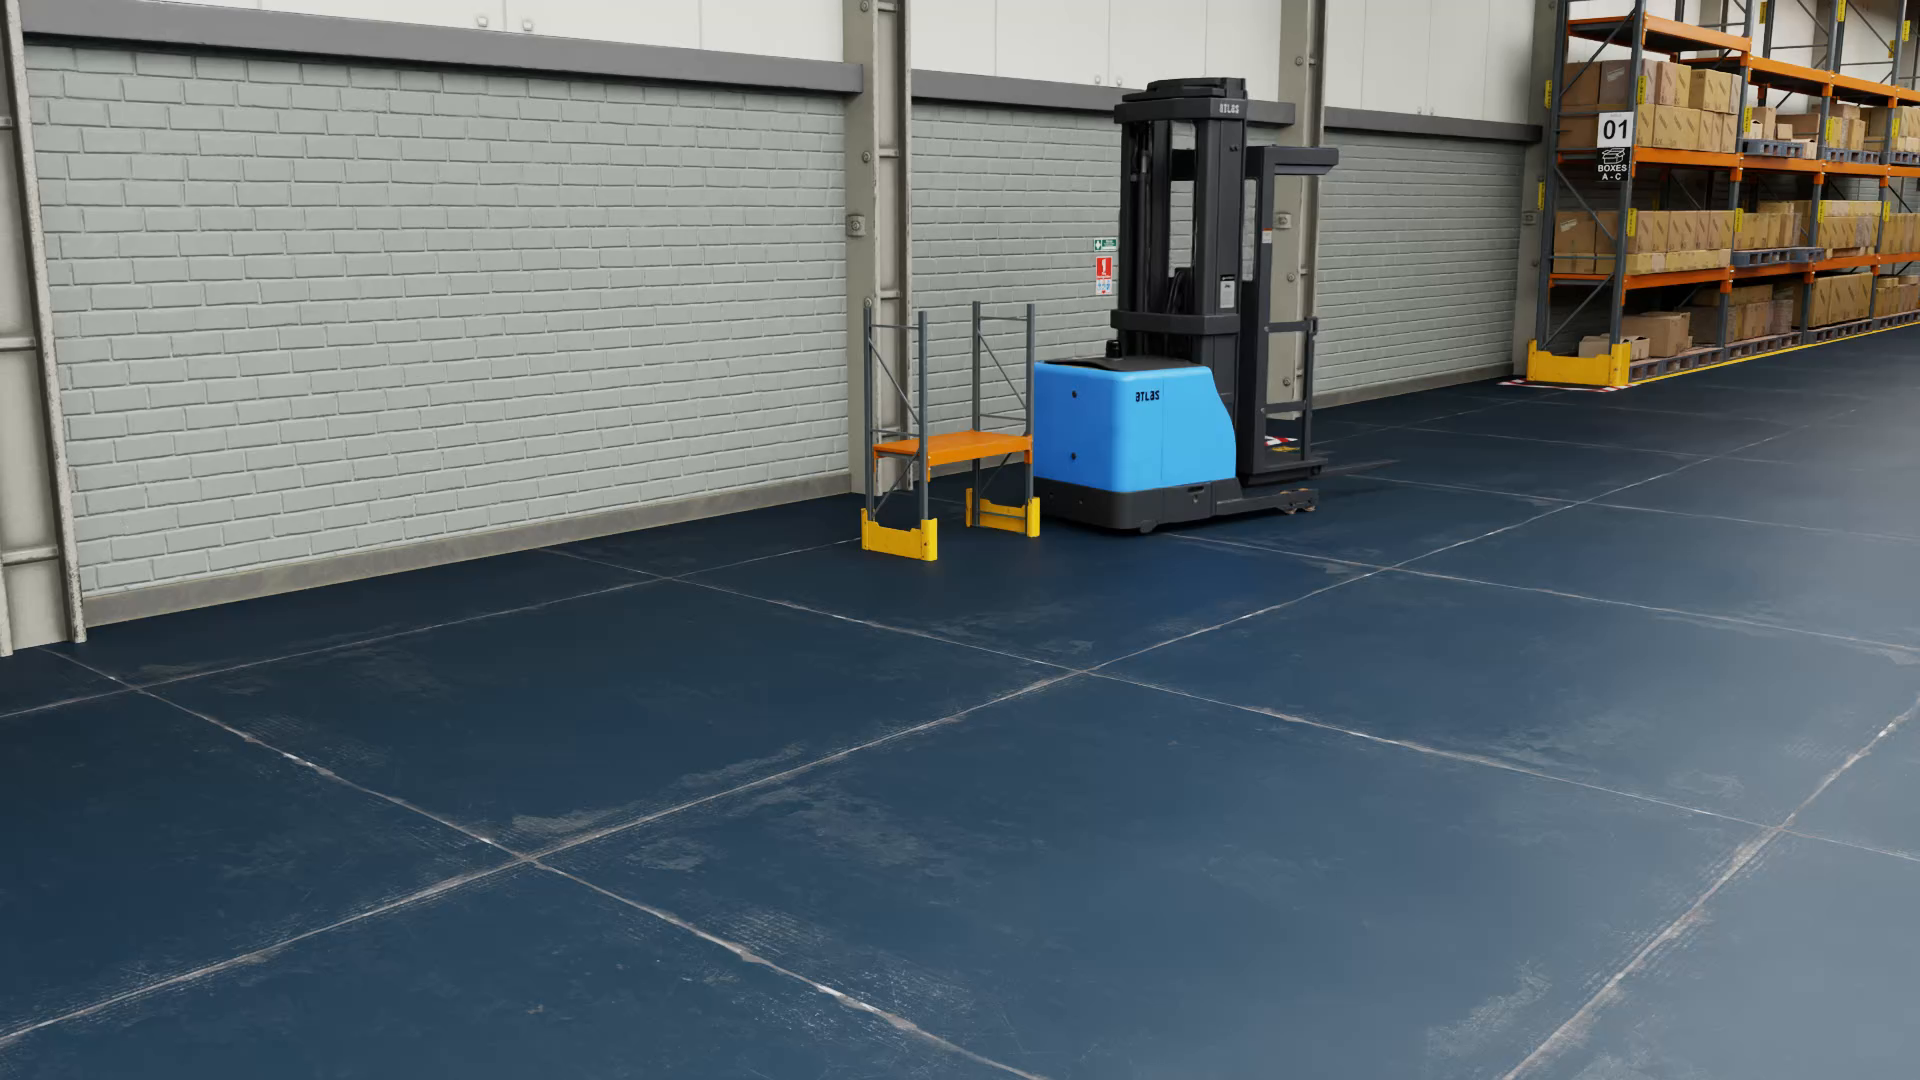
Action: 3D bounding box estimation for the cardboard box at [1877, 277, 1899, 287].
[{"bbox_3d":[16.712,-4.661,30.041,0.380,0.149,0.250,9,15,39],"label":"cardboard box"}]

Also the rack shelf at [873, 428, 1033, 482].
[{"bbox_3d":[-0.056,-0.547,10.537,0.538,0.185,1.000,10,15,40],"label":"rack shelf"}]

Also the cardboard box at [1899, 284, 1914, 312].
[{"bbox_3d":[17.357,-4.541,31.099,0.700,0.500,0.500,10,15,40],"label":"cardboard box"}]

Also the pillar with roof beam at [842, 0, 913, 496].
[{"bbox_3d":[2.637,-4.231,8.920,9.100,9.000,0.400,10,15,40],"label":"pillar with roof beam"}]

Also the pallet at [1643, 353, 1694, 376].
[{"bbox_3d":[8.931,-2.334,21.857,1.003,0.211,1.213,10,15,40],"label":"pallet"}]

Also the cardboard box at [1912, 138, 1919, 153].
[{"bbox_3d":[16.768,-7.032,29.655,0.500,0.250,0.500,9,15,39],"label":"cardboard box"}]

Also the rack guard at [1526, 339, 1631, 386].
[{"bbox_3d":[7.563,-2.182,20.359,1.175,0.500,0.348,10,15,40],"label":"rack guard"}]

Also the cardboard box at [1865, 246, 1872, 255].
[{"bbox_3d":[15.275,-4.922,28.287,0.380,0.149,0.250,10,15,41],"label":"cardboard box"}]

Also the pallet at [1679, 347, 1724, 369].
[{"bbox_3d":[9.736,-2.514,22.760,1.003,0.211,1.213,10,15,40],"label":"pallet"}]

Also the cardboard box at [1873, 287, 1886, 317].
[{"bbox_3d":[16.005,-4.239,29.586,0.700,0.500,0.500,10,15,41],"label":"cardboard box"}]

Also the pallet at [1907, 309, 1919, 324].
[{"bbox_3d":[17.605,-4.255,31.478,1.003,0.211,1.213,10,15,40],"label":"pallet"}]

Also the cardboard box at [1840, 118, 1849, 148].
[{"bbox_3d":[14.073,-6.627,27.194,0.700,0.500,0.500,10,15,40],"label":"cardboard box"}]

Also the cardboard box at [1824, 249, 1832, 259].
[{"bbox_3d":[13.597,-4.543,26.387,0.380,0.149,0.250,10,15,42],"label":"cardboard box"}]

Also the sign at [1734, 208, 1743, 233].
[{"bbox_3d":[10.566,-4.341,22.574,0.100,0.325,0.005,10,15,40],"label":"sign"}]

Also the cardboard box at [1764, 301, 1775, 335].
[{"bbox_3d":[11.930,-3.390,25.285,0.700,0.500,0.500,10,15,40],"label":"cardboard box"}]

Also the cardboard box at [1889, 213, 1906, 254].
[{"bbox_3d":[16.290,-5.494,29.791,0.980,0.700,0.700,9,15,39],"label":"cardboard box"}]

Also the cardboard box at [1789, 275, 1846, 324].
[{"bbox_3d":[13.960,-3.945,27.218,0.750,0.750,0.750,10,15,40],"label":"cardboard box"}]

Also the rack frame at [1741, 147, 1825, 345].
[{"bbox_3d":[12.793,-4.574,25.951,1.000,3.000,0.127,10,15,40],"label":"rack frame"}]

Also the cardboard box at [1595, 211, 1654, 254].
[{"bbox_3d":[8.053,-3.732,20.155,0.500,0.500,0.500,10,15,40],"label":"cardboard box"}]

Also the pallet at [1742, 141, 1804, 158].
[{"bbox_3d":[11.323,-5.594,23.881,1.213,0.211,1.003,10,15,40],"label":"pallet"}]

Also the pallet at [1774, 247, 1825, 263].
[{"bbox_3d":[12.403,-4.361,25.376,1.213,0.211,1.003,10,15,40],"label":"pallet"}]

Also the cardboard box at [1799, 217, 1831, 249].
[{"bbox_3d":[13.306,-4.817,26.102,0.500,0.500,0.500,10,15,42],"label":"cardboard box"}]

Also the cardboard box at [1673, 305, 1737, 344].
[{"bbox_3d":[10.626,-3.085,23.759,0.700,0.500,0.500,10,15,42],"label":"cardboard box"}]

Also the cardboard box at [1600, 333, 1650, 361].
[{"bbox_3d":[8.413,-2.468,21.150,0.500,0.311,0.500,-11,15,-43],"label":"cardboard box"}]

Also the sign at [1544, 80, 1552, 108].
[{"bbox_3d":[7.109,-5.376,20.052,0.100,0.325,0.005,10,15,40],"label":"sign"}]

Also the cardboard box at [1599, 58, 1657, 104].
[{"bbox_3d":[7.949,-5.442,19.781,0.500,0.500,0.500,8,14,36],"label":"cardboard box"}]

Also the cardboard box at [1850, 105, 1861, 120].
[{"bbox_3d":[14.754,-7.153,27.914,0.500,0.250,0.500,-11,16,-43],"label":"cardboard box"}]

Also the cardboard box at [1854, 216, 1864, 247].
[{"bbox_3d":[14.651,-5.117,27.607,0.500,0.500,0.500,10,15,40],"label":"cardboard box"}]

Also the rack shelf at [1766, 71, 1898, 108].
[{"bbox_3d":[14.114,-7.261,26.946,1.077,0.370,4.000,10,15,40],"label":"rack shelf"}]

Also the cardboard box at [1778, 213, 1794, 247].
[{"bbox_3d":[12.142,-4.682,25.116,0.700,0.500,0.500,8,14,35],"label":"cardboard box"}]

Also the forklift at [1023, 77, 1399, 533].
[{"bbox_3d":[1.911,-1.688,11.678,3.031,2.935,1.130,-8,14,-36],"label":"forklift"}]

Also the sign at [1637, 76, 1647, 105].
[{"bbox_3d":[7.920,-5.226,19.328,0.100,0.325,0.005,10,15,40],"label":"sign"}]

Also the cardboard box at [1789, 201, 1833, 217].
[{"bbox_3d":[13.306,-5.184,26.026,0.500,0.250,0.500,10,15,42],"label":"cardboard box"}]

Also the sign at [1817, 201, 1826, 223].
[{"bbox_3d":[13.207,-5.034,25.501,0.100,0.325,0.005,10,15,40],"label":"sign"}]

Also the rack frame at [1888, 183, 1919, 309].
[{"bbox_3d":[18.074,-5.751,31.844,1.000,3.000,0.127,10,15,40],"label":"rack frame"}]

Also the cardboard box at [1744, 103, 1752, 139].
[{"bbox_3d":[10.574,-5.781,23.011,0.500,0.500,0.500,-9,15,-39],"label":"cardboard box"}]

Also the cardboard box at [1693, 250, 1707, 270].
[{"bbox_3d":[9.413,-3.664,21.730,0.500,0.250,0.500,10,15,40],"label":"cardboard box"}]

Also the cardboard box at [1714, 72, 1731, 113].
[{"bbox_3d":[9.670,-5.814,21.644,0.500,0.500,0.500,11,16,43],"label":"cardboard box"}]

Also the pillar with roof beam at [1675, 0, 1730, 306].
[{"bbox_3d":[14.519,-6.879,22.179,9.100,9.000,0.400,10,15,40],"label":"pillar with roof beam"}]

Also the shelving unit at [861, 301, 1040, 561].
[{"bbox_3d":[-0.050,-0.724,10.508,0.587,1.500,1.083,10,15,40],"label":"shelving unit"}]

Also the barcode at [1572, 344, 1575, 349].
[{"bbox_3d":[7.748,-2.443,21.001,0.001,0.075,0.075,10,15,40],"label":"barcode"}]

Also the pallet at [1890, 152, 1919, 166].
[{"bbox_3d":[16.787,-6.887,30.103,1.003,0.211,1.213,10,15,40],"label":"pallet"}]

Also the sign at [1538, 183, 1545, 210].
[{"bbox_3d":[7.109,-4.194,20.288,0.100,0.325,0.005,10,15,40],"label":"sign"}]

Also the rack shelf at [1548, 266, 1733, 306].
[{"bbox_3d":[8.833,-3.338,21.602,1.077,0.370,4.000,10,15,40],"label":"rack shelf"}]

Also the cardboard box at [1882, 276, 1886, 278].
[{"bbox_3d":[16.953,-4.828,30.880,0.380,0.149,0.250,10,15,41],"label":"cardboard box"}]

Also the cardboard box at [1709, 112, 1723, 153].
[{"bbox_3d":[9.662,-5.336,21.803,0.500,0.500,0.500,8,14,36],"label":"cardboard box"}]

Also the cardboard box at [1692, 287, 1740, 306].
[{"bbox_3d":[10.915,-3.518,24.013,0.500,0.250,0.500,9,15,39],"label":"cardboard box"}]

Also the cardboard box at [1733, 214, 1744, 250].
[{"bbox_3d":[10.515,-4.320,23.305,0.700,0.500,0.500,10,15,41],"label":"cardboard box"}]

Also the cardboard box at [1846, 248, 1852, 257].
[{"bbox_3d":[14.552,-4.781,27.581,0.380,0.149,0.250,9,15,39],"label":"cardboard box"}]

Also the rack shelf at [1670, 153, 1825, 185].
[{"bbox_3d":[11.473,-5.397,24.255,1.077,0.370,4.000,10,15,40],"label":"rack shelf"}]

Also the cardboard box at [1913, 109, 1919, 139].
[{"bbox_3d":[16.772,-7.401,29.588,0.500,0.500,0.500,10,15,41],"label":"cardboard box"}]

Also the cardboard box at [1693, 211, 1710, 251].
[{"bbox_3d":[9.408,-4.033,21.660,0.500,0.500,0.500,9,15,39],"label":"cardboard box"}]

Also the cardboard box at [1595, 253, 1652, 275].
[{"bbox_3d":[8.073,-3.364,20.225,0.500,0.250,0.500,9,15,39],"label":"cardboard box"}]

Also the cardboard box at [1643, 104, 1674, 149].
[{"bbox_3d":[8.302,-5.018,20.210,0.500,0.500,0.500,-11,16,-44],"label":"cardboard box"}]
